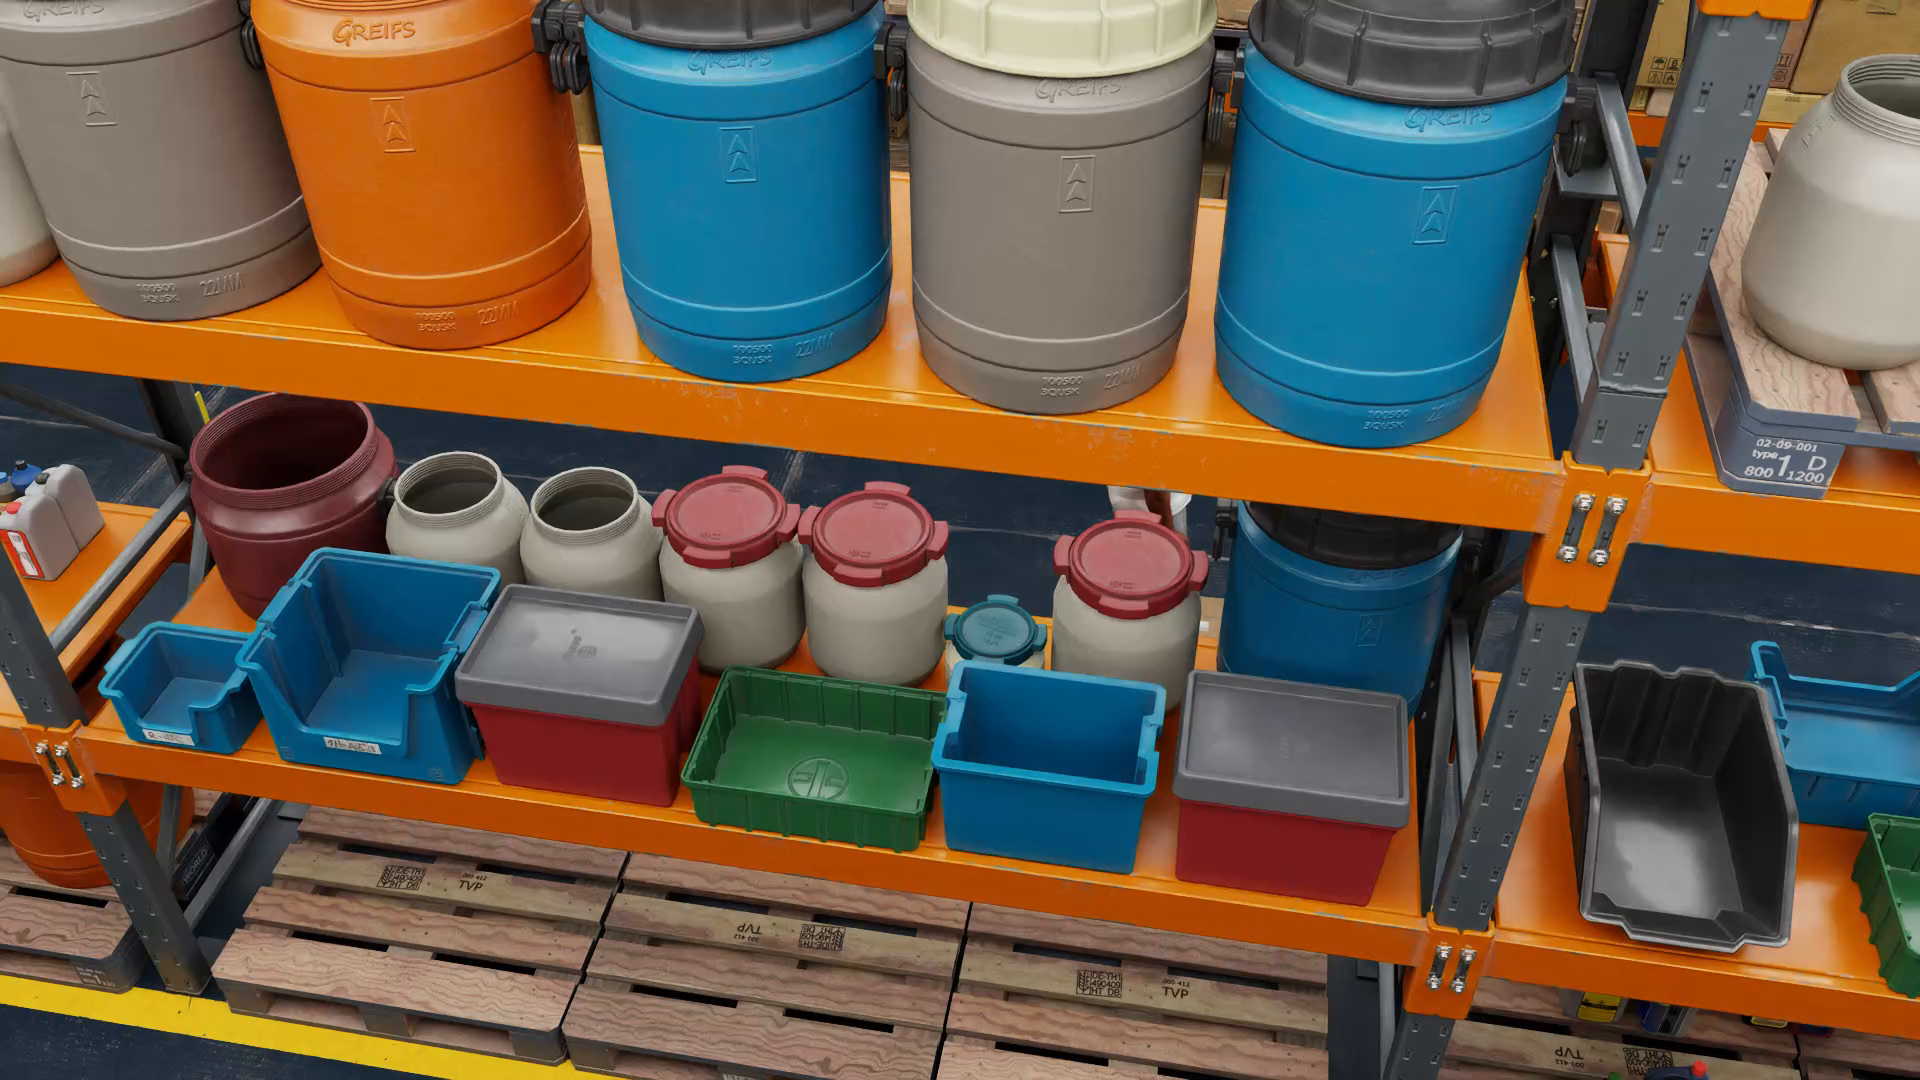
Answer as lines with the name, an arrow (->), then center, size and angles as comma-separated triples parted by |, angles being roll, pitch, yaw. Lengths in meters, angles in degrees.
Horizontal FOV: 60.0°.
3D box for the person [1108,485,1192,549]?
person -> 0.788, -0.190, 6.367 | 0.455, 1.761, 0.637 | 5, 41, 6
